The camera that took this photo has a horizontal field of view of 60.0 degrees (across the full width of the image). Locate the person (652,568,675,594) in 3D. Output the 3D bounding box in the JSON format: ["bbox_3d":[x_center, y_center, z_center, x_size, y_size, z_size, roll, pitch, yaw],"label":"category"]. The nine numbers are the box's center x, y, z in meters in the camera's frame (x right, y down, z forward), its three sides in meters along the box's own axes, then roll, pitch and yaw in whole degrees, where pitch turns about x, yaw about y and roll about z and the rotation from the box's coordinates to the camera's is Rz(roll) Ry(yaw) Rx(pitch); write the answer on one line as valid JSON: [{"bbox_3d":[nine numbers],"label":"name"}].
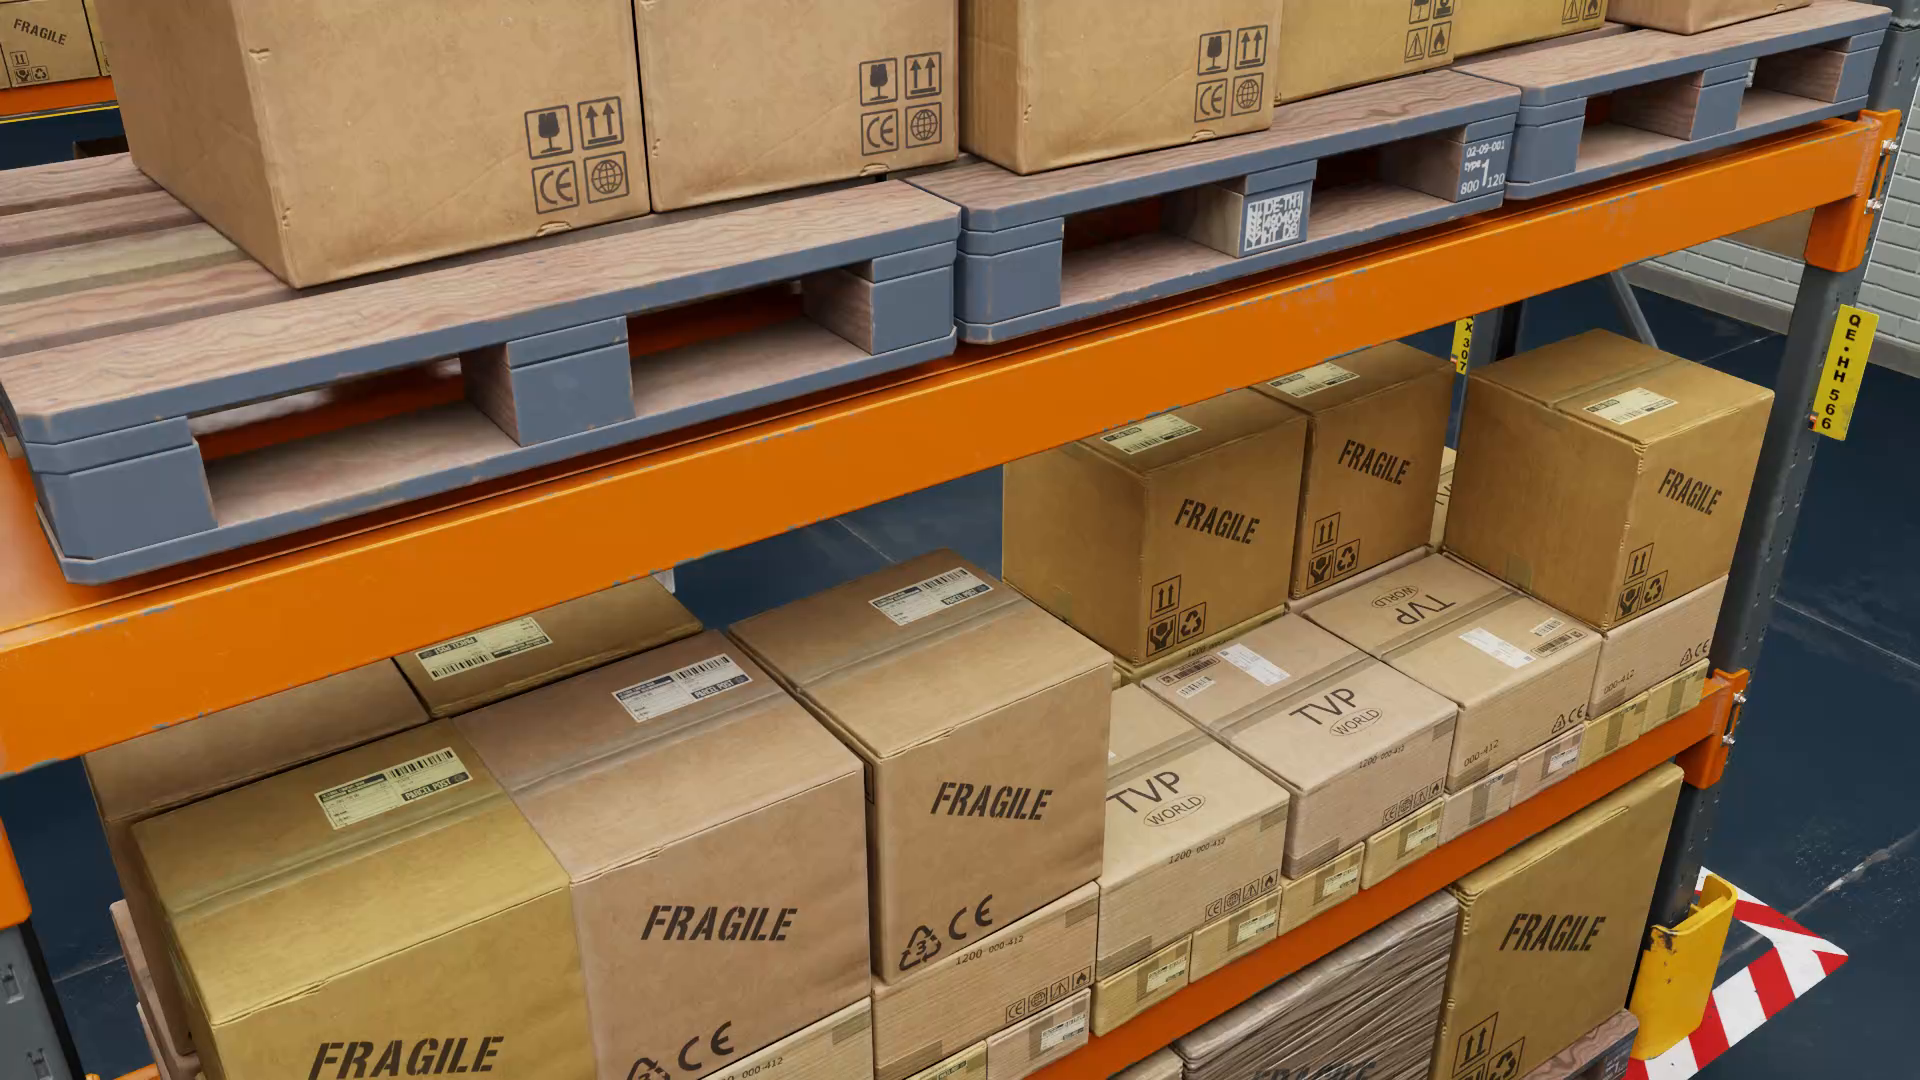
[{"bbox_3d":[-1.190,0.210,5.740,0.374,1.662,0.539,-21,35,-33],"label":"person"}]
